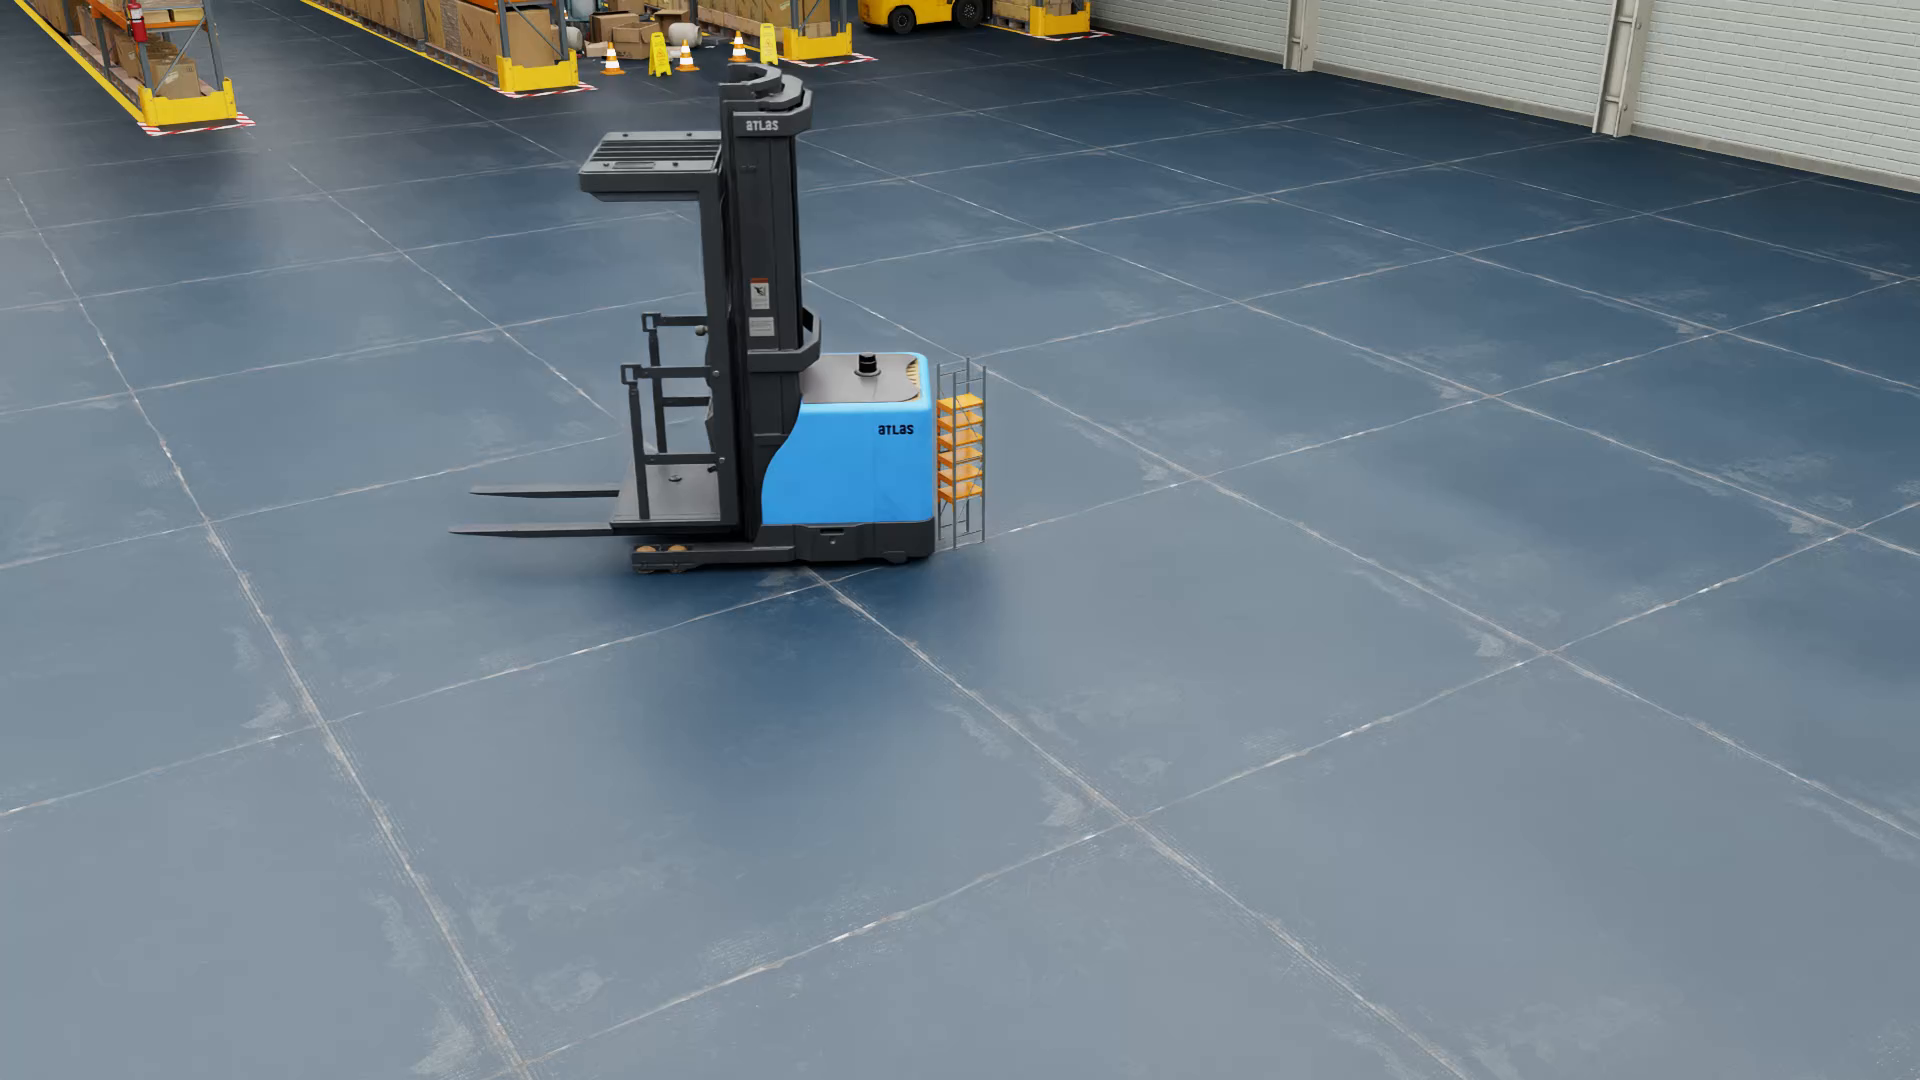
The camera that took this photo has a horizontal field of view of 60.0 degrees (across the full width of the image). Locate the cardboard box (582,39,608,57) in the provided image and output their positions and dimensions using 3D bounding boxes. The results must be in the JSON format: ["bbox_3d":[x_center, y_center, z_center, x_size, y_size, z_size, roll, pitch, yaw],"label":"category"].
[{"bbox_3d":[-6.140,-8.304,28.030,0.396,0.266,0.258,-10,27,-21],"label":"cardboard box"}]

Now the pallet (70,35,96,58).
[{"bbox_3d":[-14.591,-8.496,28.500,1.003,0.211,1.213,-16,29,-30],"label":"pallet"}]

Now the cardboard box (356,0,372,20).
[{"bbox_3d":[-10.548,-10.091,30.755,1.050,0.750,0.750,-16,30,-30],"label":"cardboard box"}]

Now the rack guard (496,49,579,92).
[{"bbox_3d":[-6.425,-7.156,25.324,1.175,0.500,0.348,-16,29,-30],"label":"rack guard"}]

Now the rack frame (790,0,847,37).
[{"bbox_3d":[-2.346,-9.485,27.329,1.000,3.000,0.127,-16,29,-30],"label":"rack frame"}]

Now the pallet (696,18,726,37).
[{"bbox_3d":[-4.133,-9.423,30.463,1.003,0.211,1.213,-16,29,-30],"label":"pallet"}]

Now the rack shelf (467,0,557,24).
[{"bbox_3d":[-7.530,-8.685,26.477,1.077,0.370,4.000,-16,29,-30],"label":"rack shelf"}]

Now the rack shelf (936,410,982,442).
[{"bbox_3d":[0.008,-0.714,10.399,0.258,0.103,0.180,-16,29,-30],"label":"rack shelf"}]

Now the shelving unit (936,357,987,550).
[{"bbox_3d":[0.008,-0.537,10.483,0.258,1.200,0.189,-16,29,-30],"label":"shelving unit"}]

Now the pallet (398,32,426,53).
[{"bbox_3d":[-9.106,-8.724,28.982,1.003,0.211,1.213,-16,29,-30],"label":"pallet"}]

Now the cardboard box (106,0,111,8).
[{"bbox_3d":[-12.137,-7.812,24.080,0.380,0.149,0.250,-16,29,-30],"label":"cardboard box"}]

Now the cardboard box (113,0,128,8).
[{"bbox_3d":[-11.300,-7.709,23.102,0.875,0.500,0.500,-16,29,-30],"label":"cardboard box"}]

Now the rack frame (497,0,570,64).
[{"bbox_3d":[-6.438,-8.295,24.809,1.000,3.000,0.127,-16,29,-30],"label":"rack frame"}]

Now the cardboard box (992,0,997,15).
[{"bbox_3d":[0.761,-10.045,31.244,0.500,0.250,0.500,-15,29,-29],"label":"cardboard box"}]

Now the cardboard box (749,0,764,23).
[{"bbox_3d":[-3.289,-9.182,28.538,0.500,0.500,0.500,-14,29,-28],"label":"cardboard box"}]

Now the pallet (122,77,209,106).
[{"bbox_3d":[-11.766,-6.677,24.646,1.003,0.211,1.213,-16,29,-30],"label":"pallet"}]

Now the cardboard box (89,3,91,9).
[{"bbox_3d":[-14.327,-9.025,27.888,0.500,0.250,0.500,-12,28,-24],"label":"cardboard box"}]

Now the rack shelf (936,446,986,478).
[{"bbox_3d":[0.008,-0.497,10.502,0.258,0.103,0.180,-16,29,-30],"label":"rack shelf"}]

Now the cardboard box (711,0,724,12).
[{"bbox_3d":[-4.131,-9.739,29.717,0.500,0.500,0.500,-14,29,-28],"label":"cardboard box"}]

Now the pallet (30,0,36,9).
[{"bbox_3d":[-18.219,-10.934,33.664,1.003,0.211,1.213,-16,29,-30],"label":"pallet"}]

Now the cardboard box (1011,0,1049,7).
[{"bbox_3d":[1.283,-9.917,30.387,0.500,0.250,0.500,-16,30,-30],"label":"cardboard box"}]

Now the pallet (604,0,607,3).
[{"bbox_3d":[-7.080,-11.385,34.620,1.003,0.211,1.213,-16,29,-30],"label":"pallet"}]

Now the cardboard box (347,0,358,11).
[{"bbox_3d":[-11.383,-10.391,31.683,0.500,0.500,0.500,-16,29,-30],"label":"cardboard box"}]

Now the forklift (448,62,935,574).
[{"bbox_3d":[-1.690,-1.350,10.175,3.031,2.935,1.130,-1,25,-3],"label":"forklift"}]

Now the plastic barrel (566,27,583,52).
[{"bbox_3d":[-6.717,-8.513,28.287,0.512,0.421,0.421,3,25,6],"label":"plastic barrel"}]

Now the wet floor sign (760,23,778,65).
[{"bbox_3d":[-3.138,-8.103,27.159,0.267,0.644,0.232,-6,26,-12],"label":"wet floor sign"}]

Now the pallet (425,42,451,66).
[{"bbox_3d":[-8.272,-8.175,27.820,1.003,0.211,1.213,-16,29,-30],"label":"pallet"}]

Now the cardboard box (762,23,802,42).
[{"bbox_3d":[-3.026,-8.667,28.324,0.500,0.250,0.500,-16,29,-30],"label":"cardboard box"}]

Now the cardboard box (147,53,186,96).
[{"bbox_3d":[-11.331,-6.668,23.798,0.500,0.500,0.500,-8,26,-16],"label":"cardboard box"}]

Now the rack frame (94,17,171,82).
[{"bbox_3d":[-12.832,-8.606,25.467,1.000,3.000,0.127,-16,29,-30],"label":"rack frame"}]

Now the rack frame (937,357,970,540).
[{"bbox_3d":[-0.042,-0.570,10.552,0.240,1.200,0.006,-16,29,-30],"label":"rack frame"}]

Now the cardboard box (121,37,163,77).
[{"bbox_3d":[-12.329,-7.310,25.158,0.500,0.500,0.500,-6,26,-13],"label":"cardboard box"}]

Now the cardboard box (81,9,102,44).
[{"bbox_3d":[-14.320,-8.675,28.026,0.700,0.500,0.500,-18,31,-34],"label":"cardboard box"}]

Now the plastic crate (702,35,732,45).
[{"bbox_3d":[-4.359,-8.843,29.388,0.583,0.080,0.402,18,31,33],"label":"plastic crate"}]

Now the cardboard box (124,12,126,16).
[{"bbox_3d":[-11.416,-7.376,23.155,0.380,0.149,0.250,-16,29,-30],"label":"cardboard box"}]

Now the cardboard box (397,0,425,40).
[{"bbox_3d":[-9.036,-9.100,28.656,1.050,0.750,0.750,-16,29,-30],"label":"cardboard box"}]

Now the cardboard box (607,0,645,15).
[{"bbox_3d":[-6.004,-9.702,29.830,0.500,0.500,0.500,-16,29,-30],"label":"cardboard box"}]

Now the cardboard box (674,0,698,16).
[{"bbox_3d":[-4.818,-10.104,31.227,0.950,0.372,0.625,-15,29,-29],"label":"cardboard box"}]

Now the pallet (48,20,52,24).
[{"bbox_3d":[-16.715,-9.948,31.576,1.003,0.211,1.213,-16,29,-30],"label":"pallet"}]

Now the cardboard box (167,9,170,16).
[{"bbox_3d":[-10.849,-7.406,23.220,0.380,0.149,0.250,-16,29,-30],"label":"cardboard box"}]

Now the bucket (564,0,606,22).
[{"bbox_3d":[-6.616,-9.422,29.249,0.726,0.611,0.620,-6,16,-12],"label":"bucket"}]

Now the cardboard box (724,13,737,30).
[{"bbox_3d":[-3.841,-9.211,29.477,0.500,0.250,0.500,-16,30,-30],"label":"cardboard box"}]

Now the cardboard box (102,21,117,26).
[{"bbox_3d":[-13.394,-8.075,26.753,0.700,0.500,0.500,-16,29,-30],"label":"cardboard box"}]

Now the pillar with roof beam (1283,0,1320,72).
[{"bbox_3d":[1.855,-10.666,22.803,9.100,9.000,0.400,-16,29,-30],"label":"pillar with roof beam"}]

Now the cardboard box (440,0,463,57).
[{"bbox_3d":[-7.842,-8.392,27.011,0.875,0.875,0.875,-15,29,-29],"label":"cardboard box"}]

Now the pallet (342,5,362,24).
[{"bbox_3d":[-11.230,-10.176,32.058,1.003,0.211,1.213,-16,29,-30],"label":"pallet"}]

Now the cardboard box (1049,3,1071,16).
[{"bbox_3d":[1.707,-9.811,30.748,0.500,0.250,0.500,-15,29,-29],"label":"cardboard box"}]

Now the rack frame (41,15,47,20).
[{"bbox_3d":[-17.200,-11.468,31.529,1.000,3.000,0.127,-16,29,-30],"label":"rack frame"}]

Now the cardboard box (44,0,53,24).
[{"bbox_3d":[-15.855,-9.838,30.074,1.225,0.875,0.875,-15,29,-29],"label":"cardboard box"}]

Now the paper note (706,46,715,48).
[{"bbox_3d":[-4.339,-8.561,28.850,0.148,0.019,0.142,18,31,33],"label":"paper note"}]

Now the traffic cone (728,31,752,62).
[{"bbox_3d":[-3.661,-8.191,27.559,0.336,0.463,0.334,-16,29,-30],"label":"traffic cone"}]
